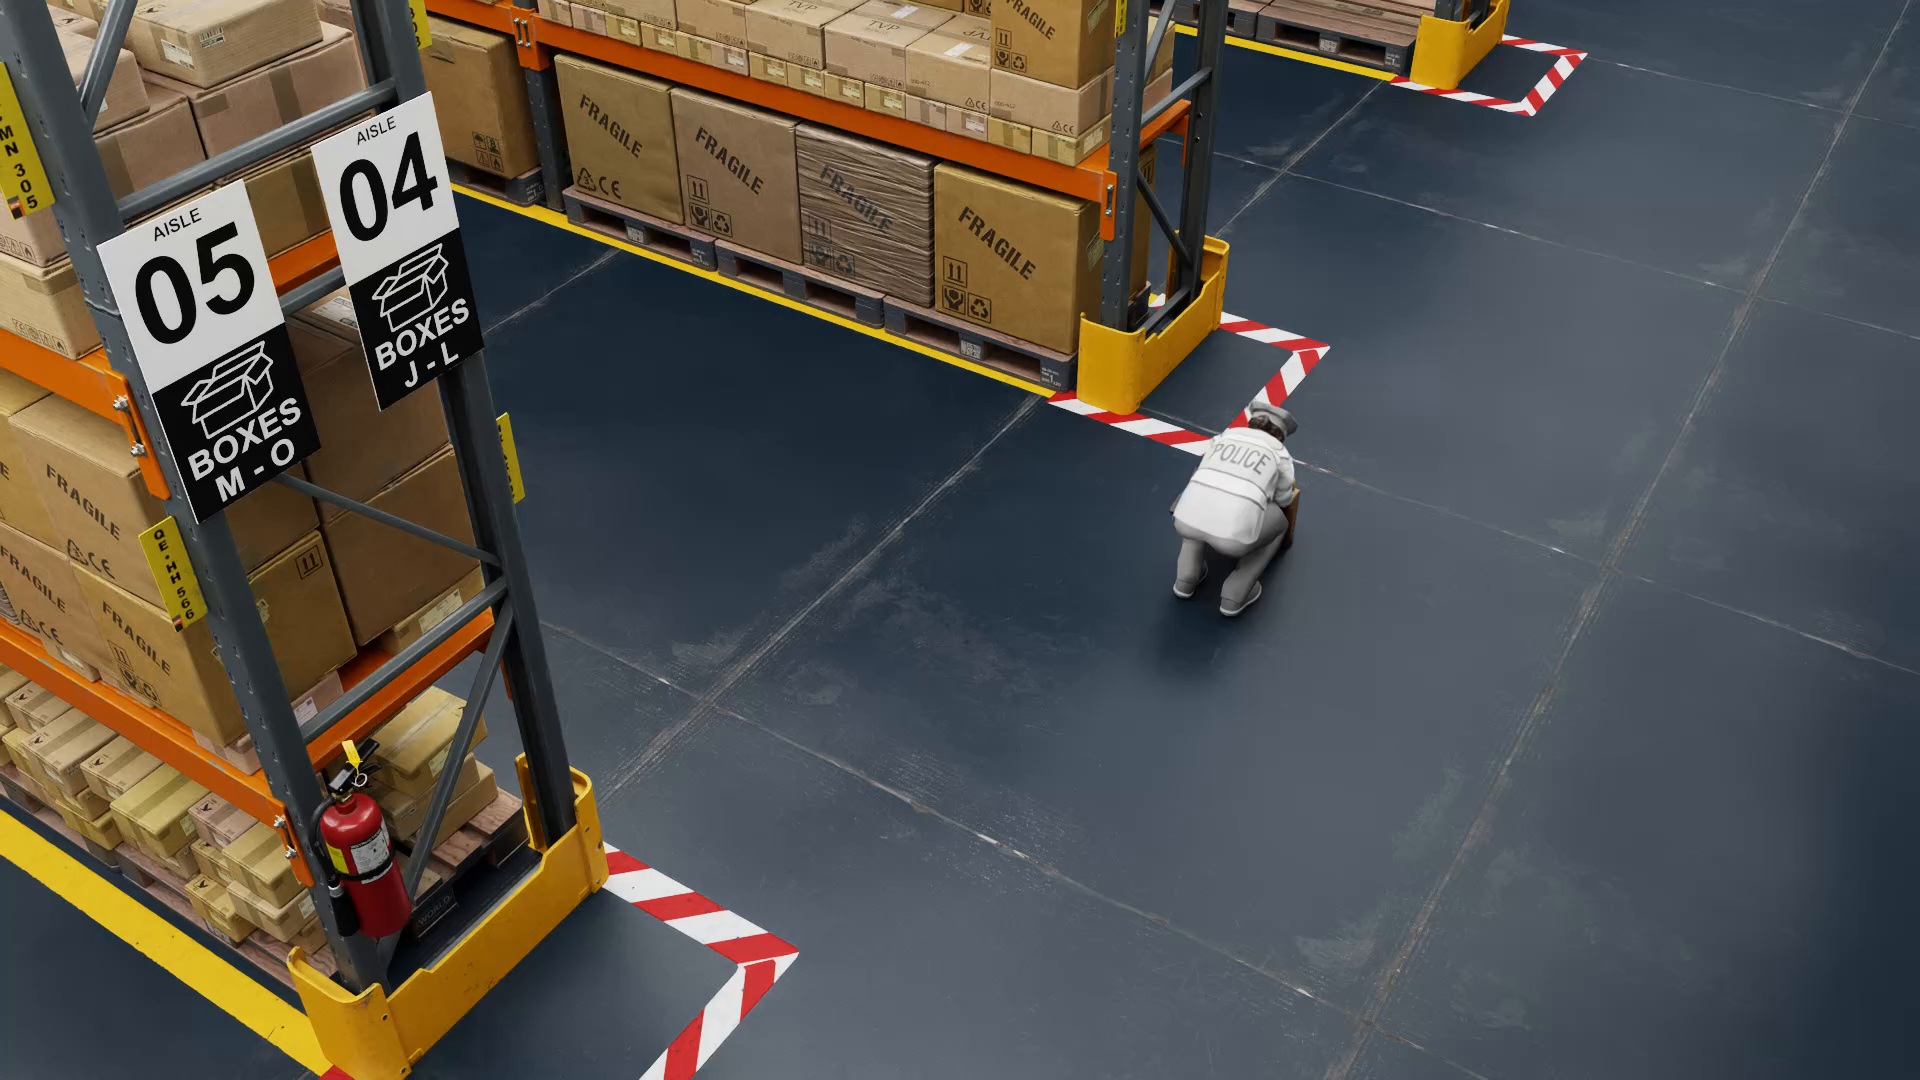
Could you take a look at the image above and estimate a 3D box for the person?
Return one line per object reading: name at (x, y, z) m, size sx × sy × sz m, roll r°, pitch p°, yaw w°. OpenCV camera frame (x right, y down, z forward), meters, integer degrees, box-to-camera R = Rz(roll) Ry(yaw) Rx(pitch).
person at (1.273, -0.138, 7.597) m, size 0.458 × 0.764 × 0.927 m, roll 21°, pitch 43°, yaw 24°
